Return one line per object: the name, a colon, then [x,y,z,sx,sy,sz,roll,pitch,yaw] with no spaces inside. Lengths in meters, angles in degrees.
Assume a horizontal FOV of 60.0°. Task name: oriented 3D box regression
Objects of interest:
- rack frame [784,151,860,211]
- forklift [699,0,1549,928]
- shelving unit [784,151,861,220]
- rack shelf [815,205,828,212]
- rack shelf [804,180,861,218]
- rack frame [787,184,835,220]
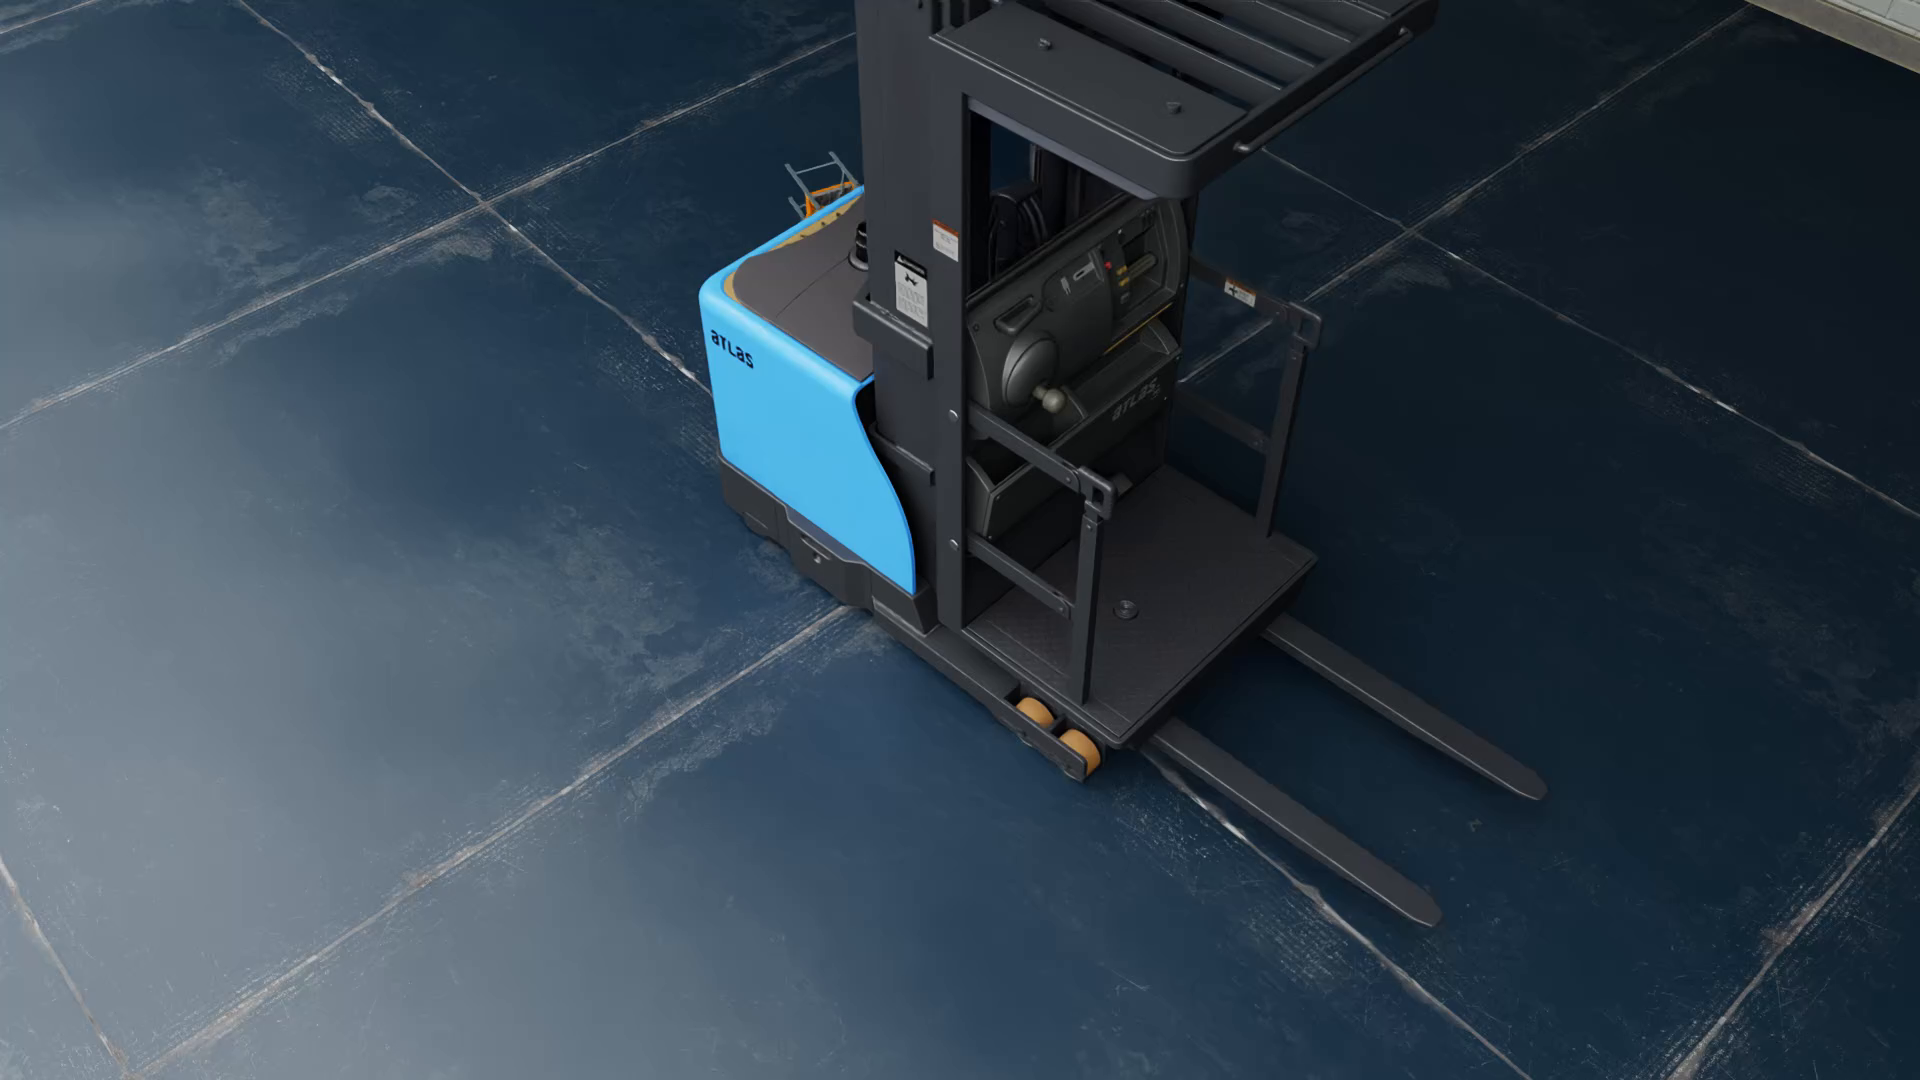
rack frame: [-0.422,-1.352,7.241,0.240,0.006,1.200,-20,51,-18]
forklift: [0.520,-0.641,4.847,3.031,2.935,1.130,35,56,28]
shelving unit: [-0.422,-1.290,7.308,0.258,0.189,1.200,-20,51,-18]
rack shelf: [-0.510,-1.418,7.427,0.258,0.180,0.103,-20,51,-18]
rack shelf: [-0.564,-1.497,7.500,0.258,0.180,0.103,-20,51,-18]
rack frame: [-0.422,-1.228,7.376,0.240,0.006,1.200,-20,51,-18]
